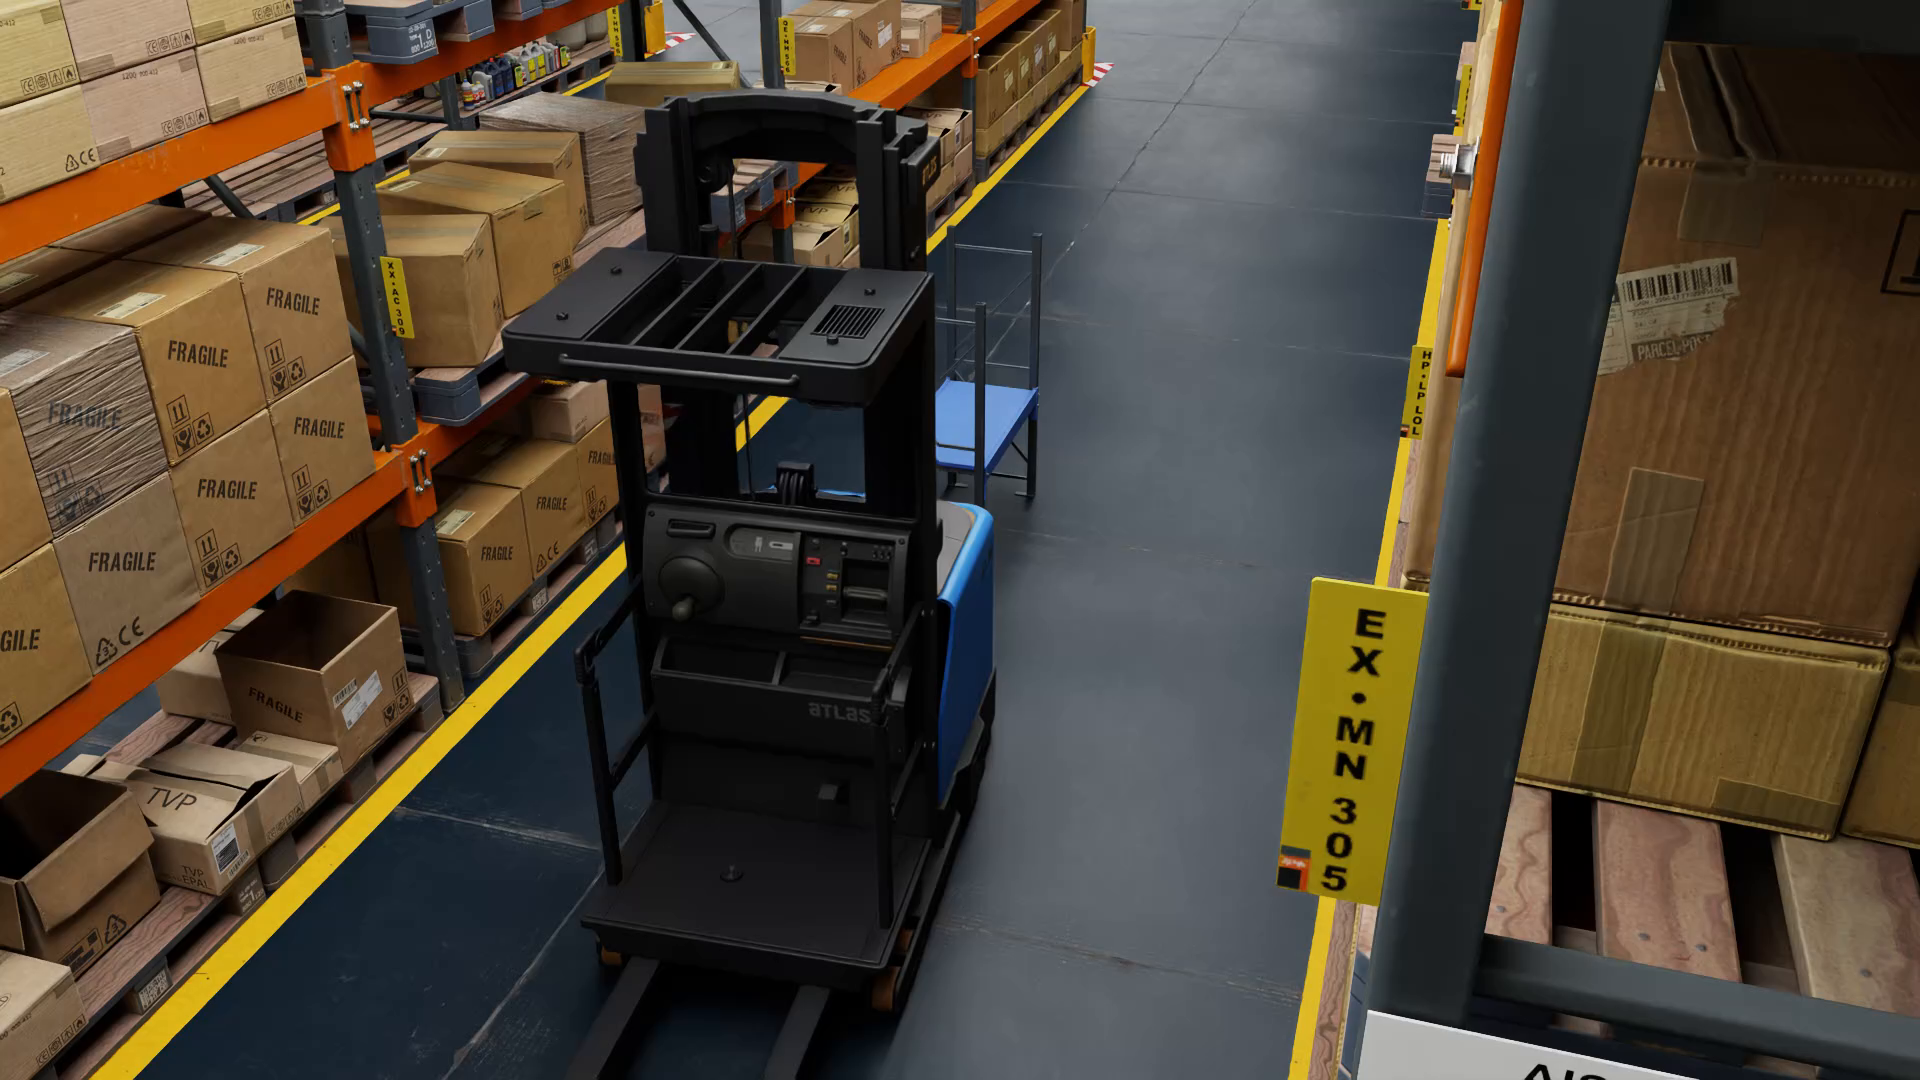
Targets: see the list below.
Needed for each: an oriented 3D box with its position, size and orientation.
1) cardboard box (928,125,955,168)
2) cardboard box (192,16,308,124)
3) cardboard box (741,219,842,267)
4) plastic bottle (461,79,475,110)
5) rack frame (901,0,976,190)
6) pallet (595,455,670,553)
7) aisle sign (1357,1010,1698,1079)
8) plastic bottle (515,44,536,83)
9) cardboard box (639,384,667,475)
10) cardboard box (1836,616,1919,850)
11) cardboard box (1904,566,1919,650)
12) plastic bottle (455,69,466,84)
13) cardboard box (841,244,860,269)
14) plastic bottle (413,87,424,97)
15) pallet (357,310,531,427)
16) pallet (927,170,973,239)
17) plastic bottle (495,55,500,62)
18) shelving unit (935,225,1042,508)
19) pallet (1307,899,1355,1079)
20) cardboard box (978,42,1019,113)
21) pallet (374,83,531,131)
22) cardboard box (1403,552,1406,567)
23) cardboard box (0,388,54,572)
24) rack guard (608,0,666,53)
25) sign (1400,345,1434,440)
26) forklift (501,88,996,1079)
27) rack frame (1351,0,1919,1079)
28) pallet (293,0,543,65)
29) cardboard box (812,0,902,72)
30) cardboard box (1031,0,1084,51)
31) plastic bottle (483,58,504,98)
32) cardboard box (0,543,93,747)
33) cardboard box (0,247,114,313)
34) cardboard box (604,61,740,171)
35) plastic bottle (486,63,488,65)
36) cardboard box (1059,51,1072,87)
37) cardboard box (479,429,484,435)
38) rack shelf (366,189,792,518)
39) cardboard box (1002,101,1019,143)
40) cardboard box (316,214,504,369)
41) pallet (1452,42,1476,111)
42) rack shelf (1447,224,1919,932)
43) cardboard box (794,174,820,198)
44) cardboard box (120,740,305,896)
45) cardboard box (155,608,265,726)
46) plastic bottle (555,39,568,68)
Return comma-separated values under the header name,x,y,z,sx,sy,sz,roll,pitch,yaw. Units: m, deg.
name,x,y,z,sx,sy,sz,roll,pitch,yaw
cardboard box,-0.355,-3.110,13.074,0.500,0.311,0.500,9,30,16
cardboard box,-2.600,-1.618,5.642,0.500,0.250,0.500,8,30,15
cardboard box,-1.103,-1.924,10.943,0.500,0.311,0.500,10,30,17
plastic bottle,-4.585,-4.149,15.476,0.097,0.271,0.097,0,29,0
rack frame,-0.364,-4.355,13.493,1.000,3.000,0.127,8,30,15
pallet,-2.153,-0.371,9.199,1.003,0.211,1.213,8,30,15
aisle sign,0.543,0.782,1.585,0.394,0.787,0.004,8,30,15
plastic bottle,-4.284,-4.699,16.384,0.144,0.351,0.185,8,30,14
cardboard box,-1.888,-0.642,8.938,0.500,0.500,0.500,7,30,13
cardboard box,1.299,0.150,1.928,0.500,0.250,0.500,10,31,17
cardboard box,1.296,-0.178,1.747,0.500,0.500,0.500,7,30,13
plastic bottle,-4.928,-4.646,16.357,0.061,0.283,0.133,8,30,15
cardboard box,-0.957,-1.913,11.500,0.500,0.250,0.500,8,30,13
plastic bottle,-5.184,-4.438,15.915,0.144,0.351,0.185,8,30,14
pallet,-2.373,-0.909,7.496,1.003,0.211,1.213,8,30,15
pallet,-0.543,-2.788,13.545,1.003,0.211,1.213,8,30,15
plastic bottle,-4.784,-5.045,17.160,0.097,0.201,0.097,0,29,0
shelving unit,0.025,-0.695,8.457,0.538,1.500,1.048,8,30,15
pallet,1.727,1.629,5.605,1.003,0.211,1.213,8,30,15
cardboard box,0.211,-4.069,14.603,0.500,0.500,0.500,8,30,15
pallet,-4.861,-4.151,15.994,1.003,0.211,1.213,8,30,15
cardboard box,1.630,0.525,4.412,0.980,0.700,0.700,8,30,14
cardboard box,-3.058,-0.139,4.783,0.500,0.500,0.500,8,30,14
rack guard,-3.901,-5.788,18.640,1.175,0.500,0.348,8,30,15
sign,1.503,-0.476,5.411,0.100,0.325,0.005,8,30,15
forklift,-0.673,0.161,5.445,1.130,2.935,3.031,6,30,11
rack frame,0.850,-0.695,0.742,1.000,3.000,0.127,8,30,15
pallet,-2.453,-2.159,6.653,1.213,0.211,1.003,8,30,15
cardboard box,-0.759,-3.799,12.391,0.500,0.500,0.500,11,31,18
cardboard box,0.937,-5.232,16.694,0.500,0.500,0.500,8,30,15
plastic bottle,-4.464,-4.414,15.871,0.144,0.351,0.185,9,30,16
cardboard box,-3.059,0.304,5.015,0.500,0.500,0.500,9,30,16
cardboard box,-3.270,-0.699,5.789,0.500,0.500,0.500,8,30,13
cardboard box,-1.615,-2.414,9.470,0.700,0.500,0.500,-1,29,-2
plastic bottle,-4.537,-4.464,16.043,0.097,0.271,0.097,0,29,0
cardboard box,0.800,-4.670,16.456,0.500,0.250,0.500,8,30,15
cardboard box,-2.540,-0.469,8.625,0.500,0.500,0.500,9,30,15
rack shelf,-2.125,-1.252,8.655,1.077,0.370,4.000,8,30,15
cardboard box,0.214,-3.741,14.785,0.500,0.250,0.500,8,30,15
cardboard box,-2.359,-1.052,7.021,0.700,0.500,0.500,-1,29,-2
pallet,4.009,-3.231,11.670,1.003,0.211,1.213,8,30,15
rack shelf,1.438,0.001,3.317,1.077,0.370,4.000,8,30,15
cardboard box,-1.322,-2.478,11.939,0.500,0.311,0.500,8,30,15
cardboard box,-2.828,1.000,6.181,0.500,0.311,0.500,8,30,15
cardboard box,-3.042,0.510,7.061,0.500,0.311,0.500,8,30,15
plastic bottle,-4.061,-4.954,16.912,0.061,0.283,0.133,9,30,16
